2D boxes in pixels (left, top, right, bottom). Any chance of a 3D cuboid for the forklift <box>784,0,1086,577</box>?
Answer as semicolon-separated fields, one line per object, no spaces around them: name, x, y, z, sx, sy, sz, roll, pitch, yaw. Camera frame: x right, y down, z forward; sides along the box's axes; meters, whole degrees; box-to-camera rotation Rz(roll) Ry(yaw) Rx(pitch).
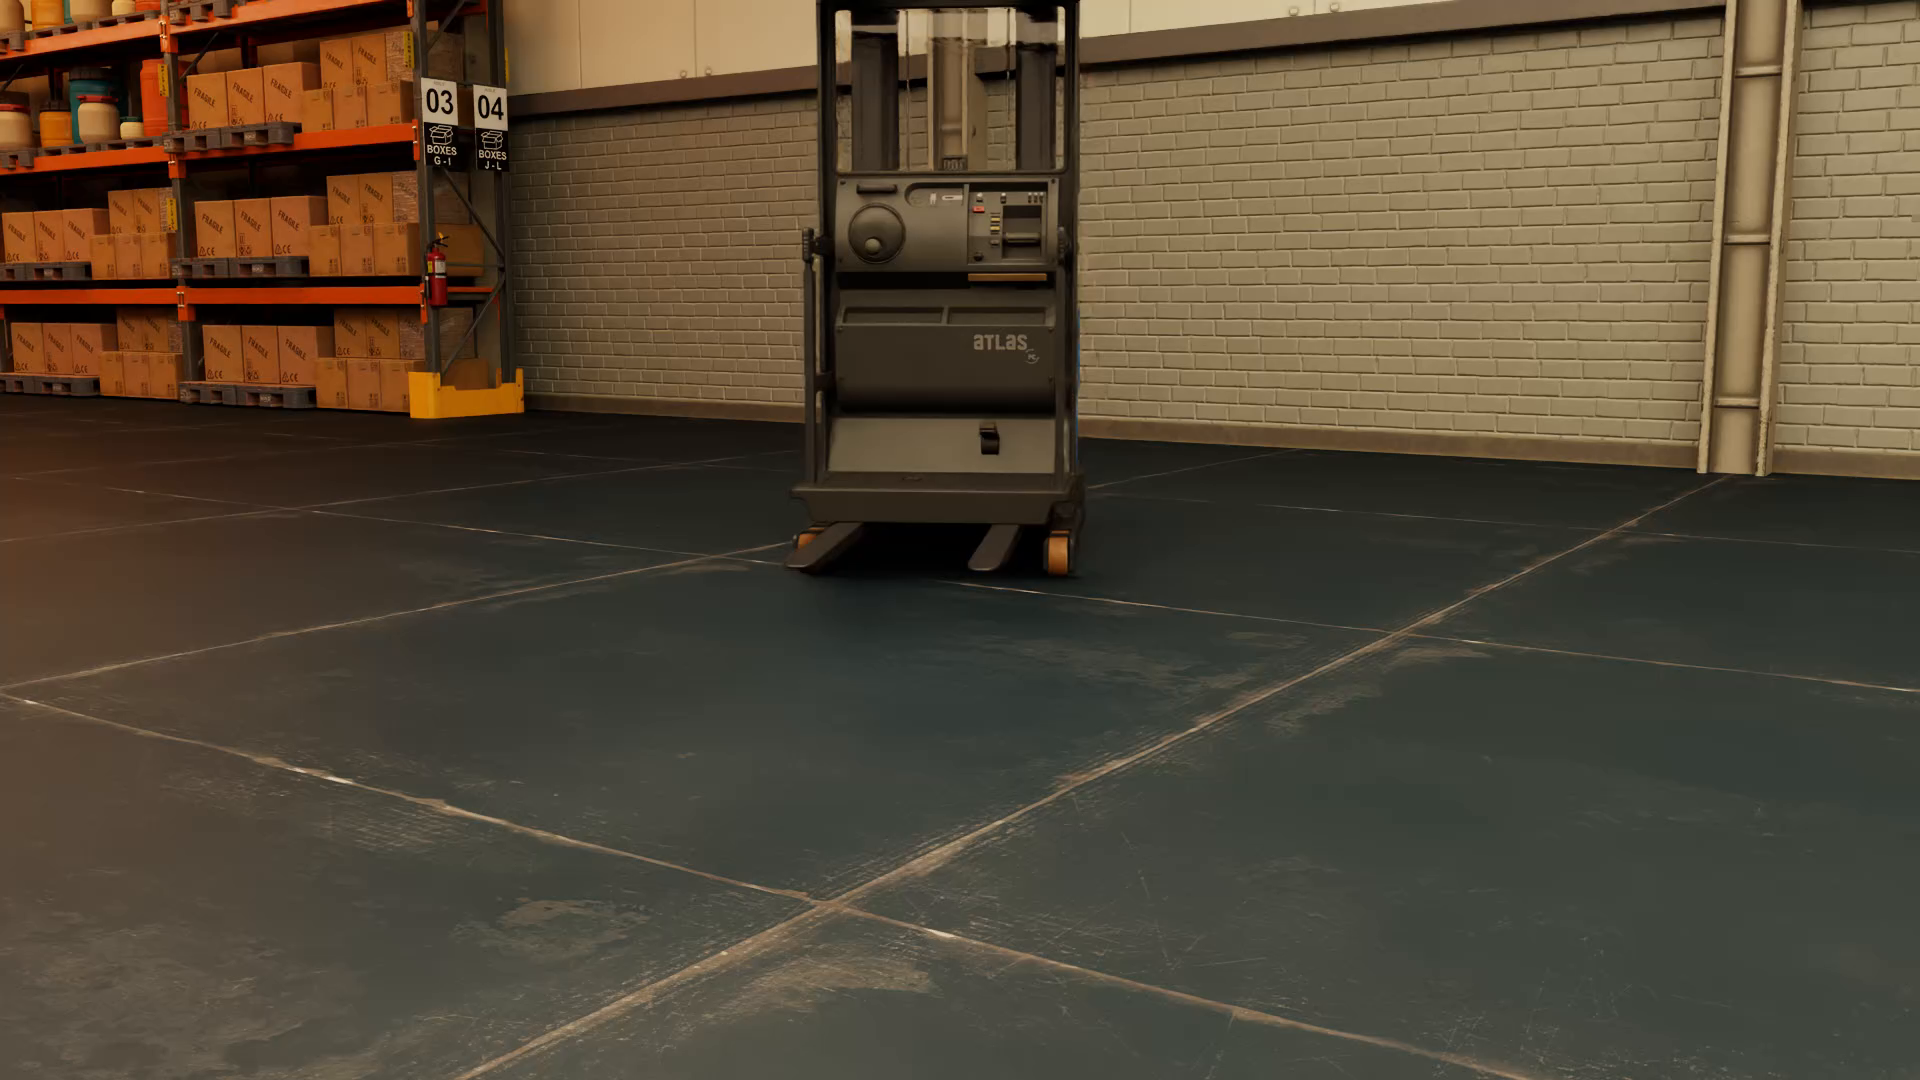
forklift;-0.074;-1.352;6.698;1.130;2.935;3.031;1;8;6
